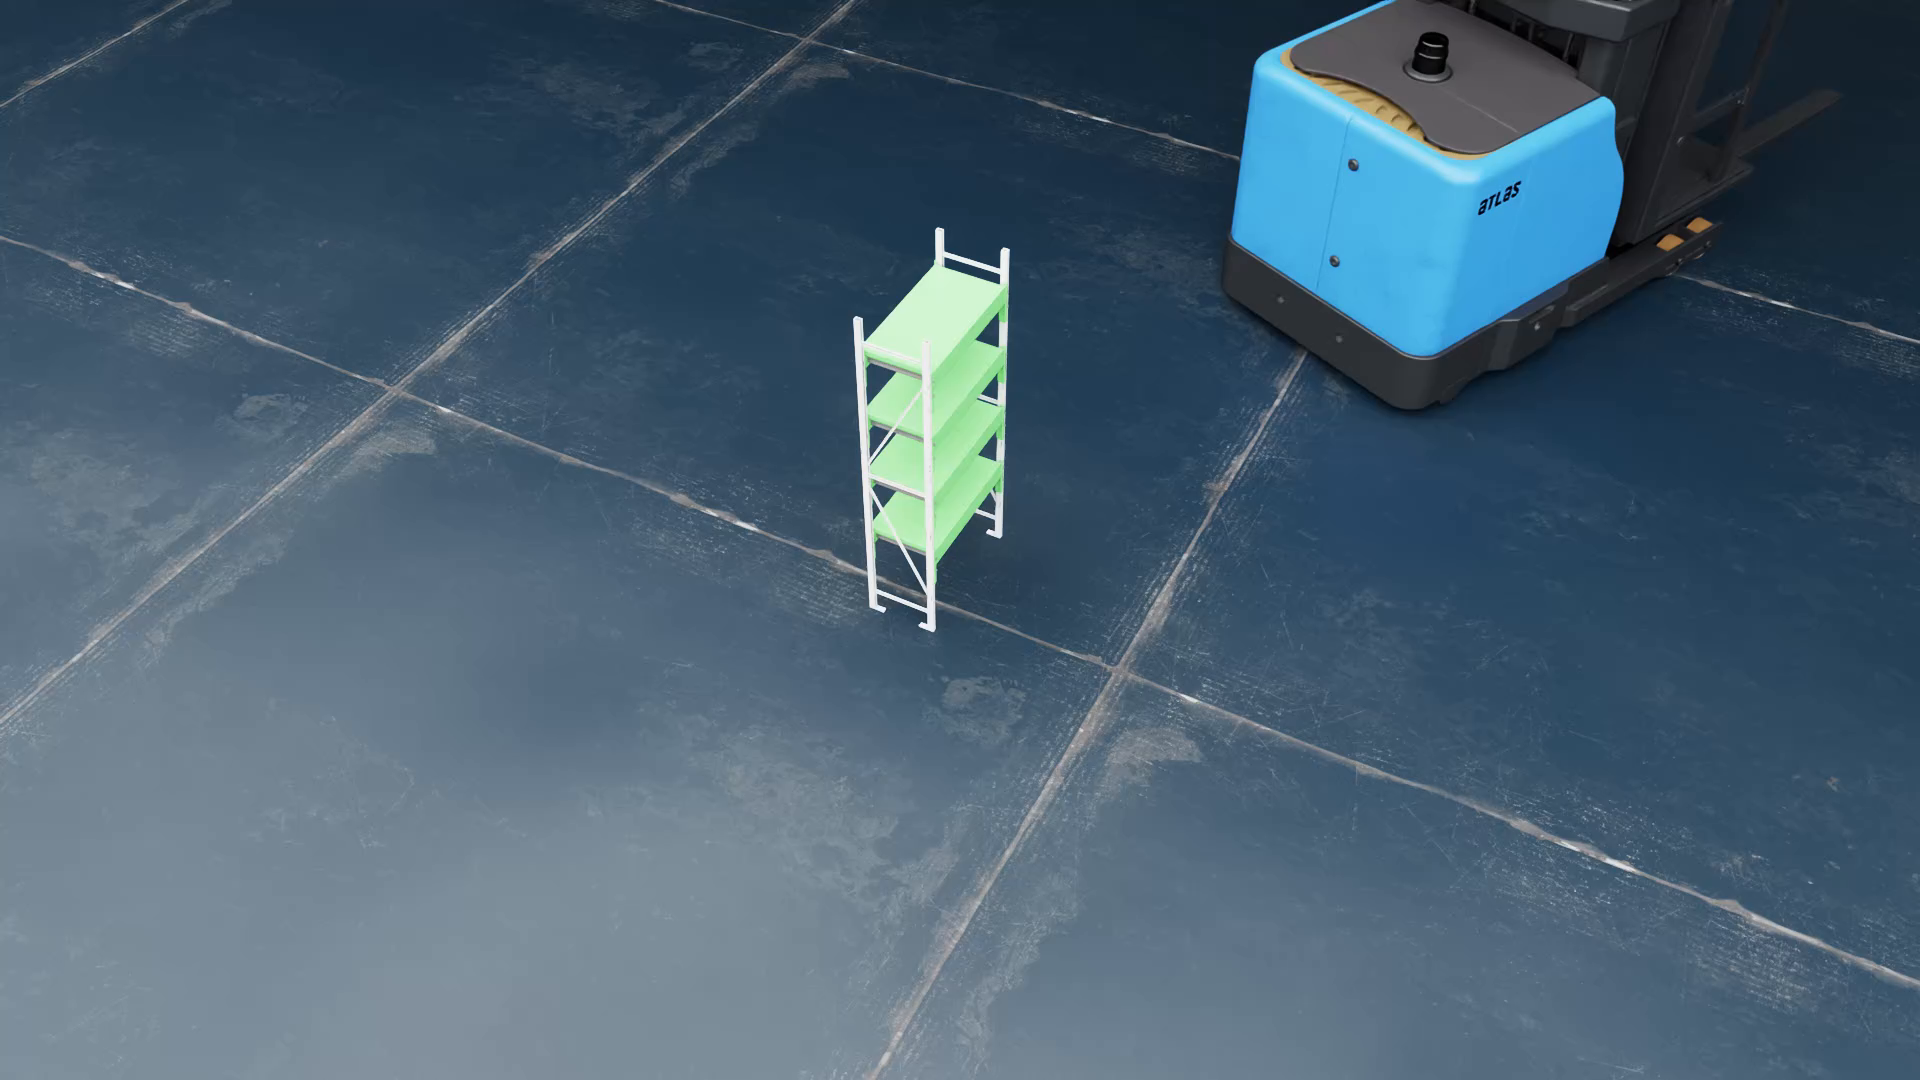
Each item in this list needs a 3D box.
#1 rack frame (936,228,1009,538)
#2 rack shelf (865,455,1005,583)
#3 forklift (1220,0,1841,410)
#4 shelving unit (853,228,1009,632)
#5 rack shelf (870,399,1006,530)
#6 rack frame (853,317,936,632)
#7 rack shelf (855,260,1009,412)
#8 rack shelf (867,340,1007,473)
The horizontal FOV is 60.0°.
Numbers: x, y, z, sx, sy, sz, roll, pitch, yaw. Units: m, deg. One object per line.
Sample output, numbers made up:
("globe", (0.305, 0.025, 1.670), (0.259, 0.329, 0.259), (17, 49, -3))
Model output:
("rack frame", (0.036, -0.471, 5.372), (0.240, 1.200, 0.015), (20, 49, 19))
("rack shelf", (-0.077, -0.104, 5.436), (0.258, 0.148, 0.480), (20, 49, 19))
("forklift", (2.518, -2.383, 6.044), (3.031, 2.935, 1.130), (-29, 52, -26))
("shelving unit", (-0.077, -0.317, 5.220), (0.258, 1.200, 0.503), (20, 49, 19))
("rack shelf", (-0.077, -0.273, 5.266), (0.258, 0.148, 0.480), (20, 49, 19))
("rack frame", (-0.190, -0.164, 5.068), (0.240, 1.200, 0.015), (20, 49, 19))
("rack shelf", (-0.077, -0.610, 4.924), (0.258, 0.148, 0.480), (20, 49, 19))
("rack shelf", (-0.077, -0.441, 5.095), (0.258, 0.148, 0.480), (20, 49, 19))
